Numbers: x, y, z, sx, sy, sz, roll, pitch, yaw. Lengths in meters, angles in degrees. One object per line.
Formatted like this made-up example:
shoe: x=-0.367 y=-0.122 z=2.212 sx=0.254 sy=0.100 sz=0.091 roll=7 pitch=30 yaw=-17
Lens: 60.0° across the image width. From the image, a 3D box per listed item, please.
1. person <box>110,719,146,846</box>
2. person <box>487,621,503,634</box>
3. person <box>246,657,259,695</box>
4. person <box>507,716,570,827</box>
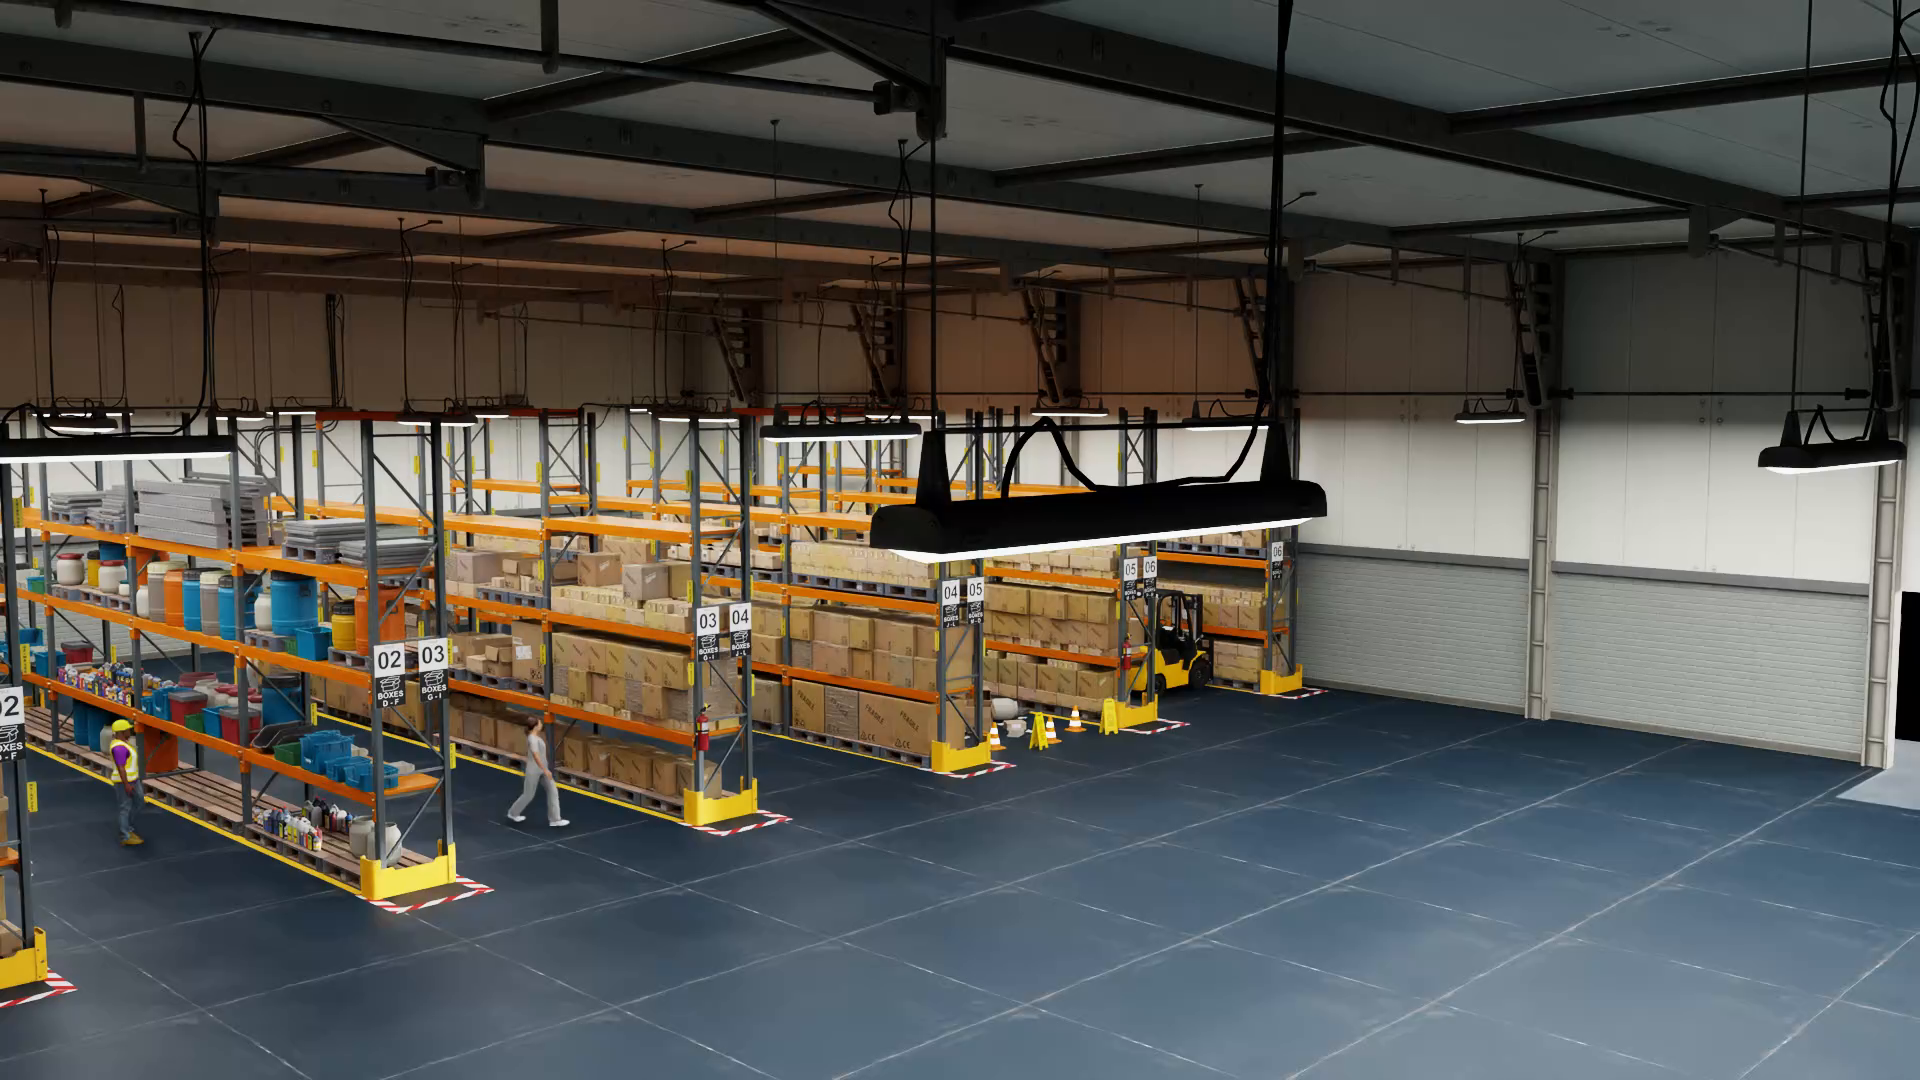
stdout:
person: x=-11.705 y=3.398 z=23.345 sx=0.444 sy=1.781 sz=0.624 roll=-1 pitch=5 yaw=-8
person: x=-11.357 y=1.955 z=40.674 sx=0.449 sy=1.569 sz=0.378 roll=-1 pitch=5 yaw=-7
person: x=-14.159 y=2.559 z=33.114 sx=0.540 sy=1.663 sz=0.416 roll=4 pitch=7 yaw=41
person: x=-6.188 y=3.372 z=24.271 sx=0.967 sy=1.631 sz=0.403 roll=2 pitch=6 yaw=24
